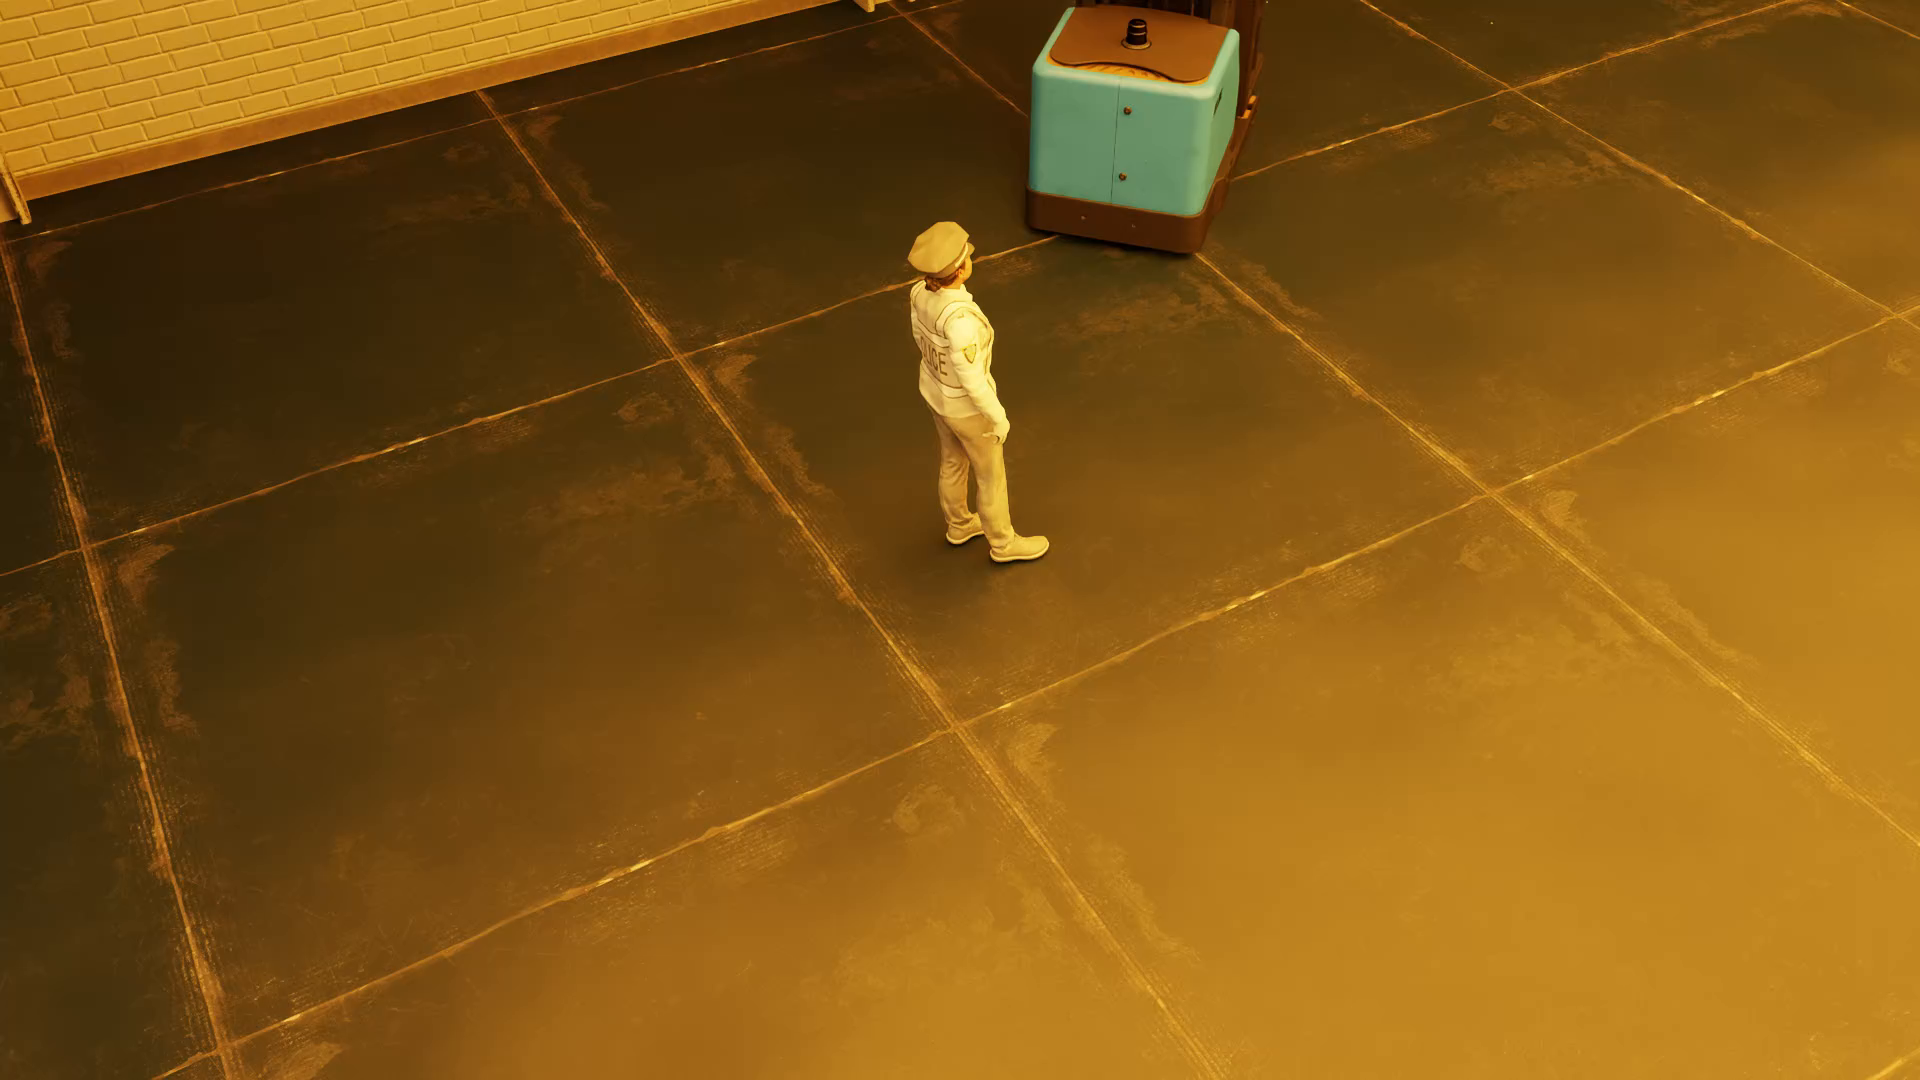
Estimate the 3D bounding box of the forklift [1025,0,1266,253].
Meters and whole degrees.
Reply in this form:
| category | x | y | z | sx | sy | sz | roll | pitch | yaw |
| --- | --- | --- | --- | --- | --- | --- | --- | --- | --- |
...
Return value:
| category | x | y | z | sx | sy | sz | roll | pitch | yaw |
| --- | --- | --- | --- | --- | --- | --- | --- | --- | --- |
| forklift | 1.307 | -3.733 | 9.723 | 1.130 | 2.935 | 3.031 | 12 | 44 | 13 |

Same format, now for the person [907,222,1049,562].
| category | x | y | z | sx | sy | sz | roll | pitch | yaw |
| --- | --- | --- | --- | --- | --- | --- | --- | --- | --- |
| person | 0.063 | -0.646 | 7.293 | 0.531 | 1.695 | 0.587 | -21 | 47 | -21 |
